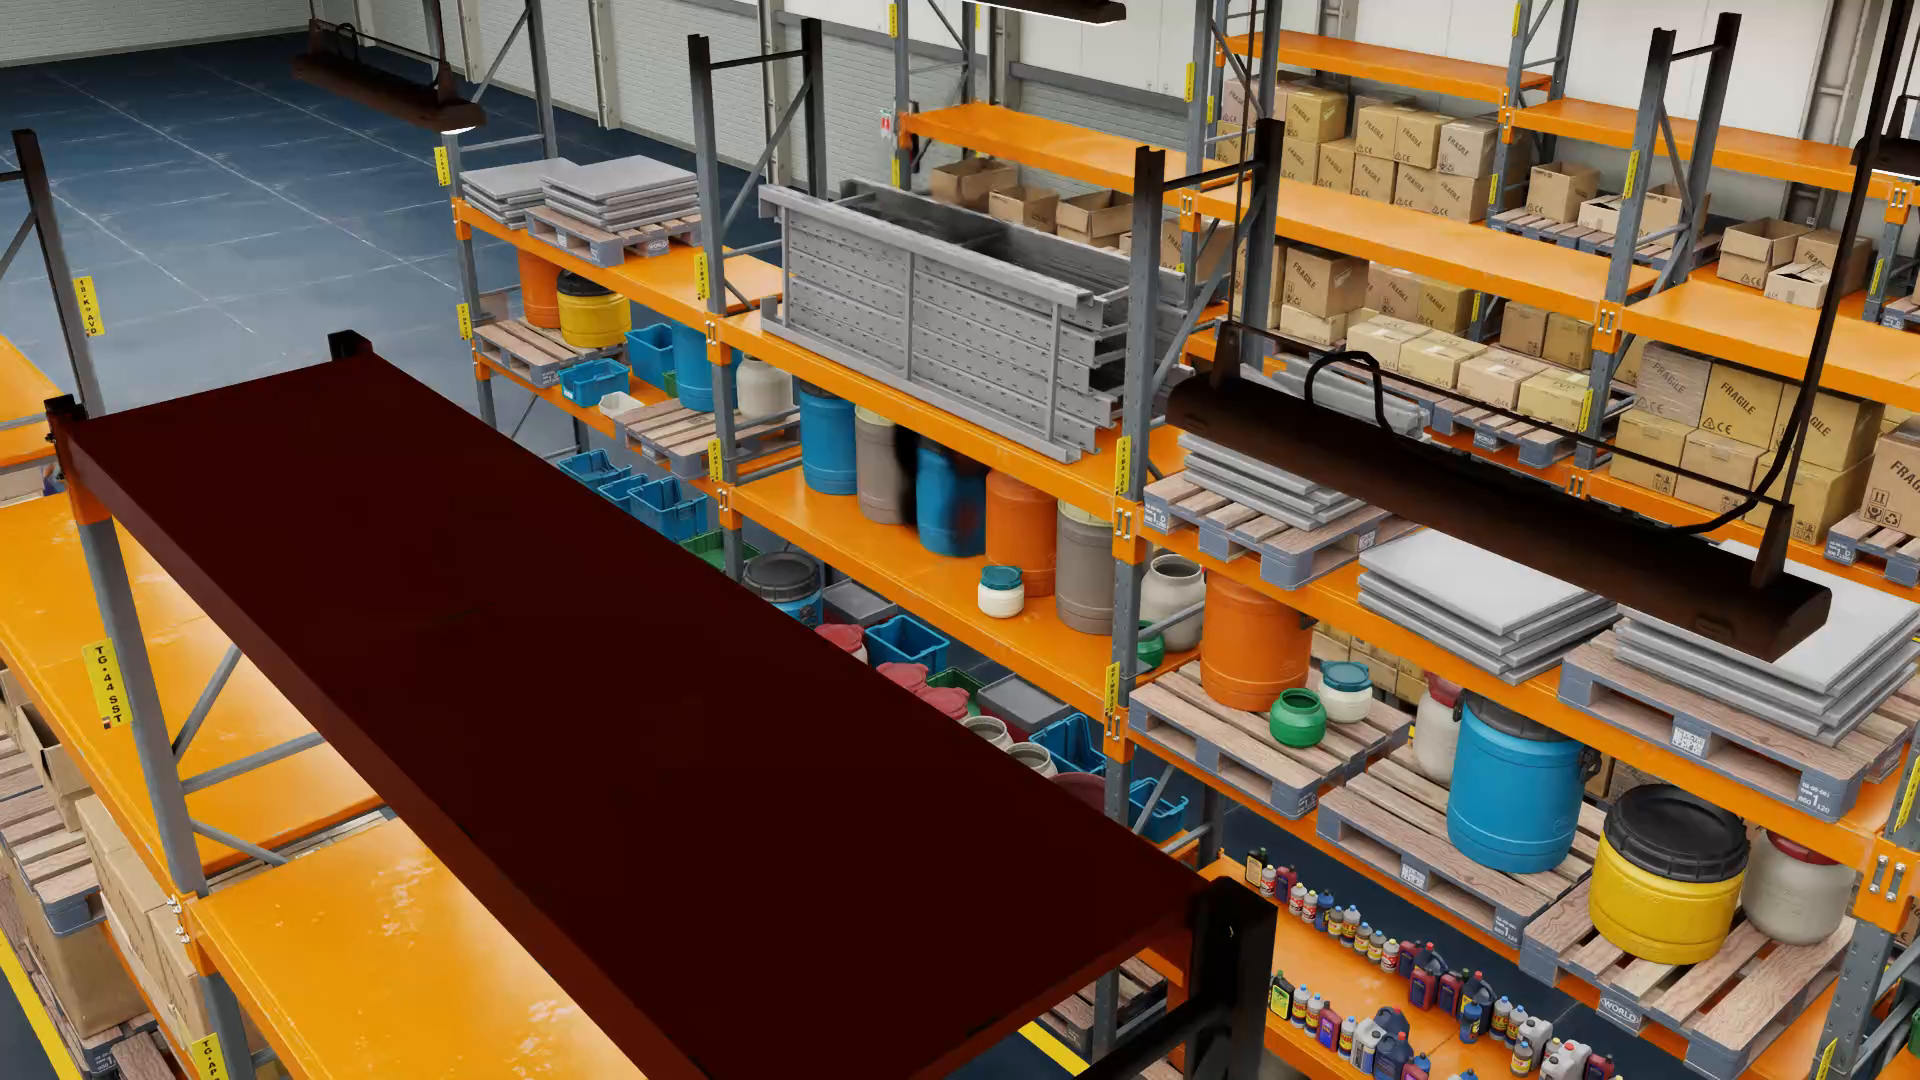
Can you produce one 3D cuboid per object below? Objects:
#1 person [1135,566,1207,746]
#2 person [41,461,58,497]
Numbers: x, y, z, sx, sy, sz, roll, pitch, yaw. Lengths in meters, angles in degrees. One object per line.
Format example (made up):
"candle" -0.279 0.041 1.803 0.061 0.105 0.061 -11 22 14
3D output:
"person" 1.755 0.973 13.011 0.939 1.824 0.658 19 32 32
"person" -9.126 -0.383 16.552 0.776 1.672 0.602 0 27 1
